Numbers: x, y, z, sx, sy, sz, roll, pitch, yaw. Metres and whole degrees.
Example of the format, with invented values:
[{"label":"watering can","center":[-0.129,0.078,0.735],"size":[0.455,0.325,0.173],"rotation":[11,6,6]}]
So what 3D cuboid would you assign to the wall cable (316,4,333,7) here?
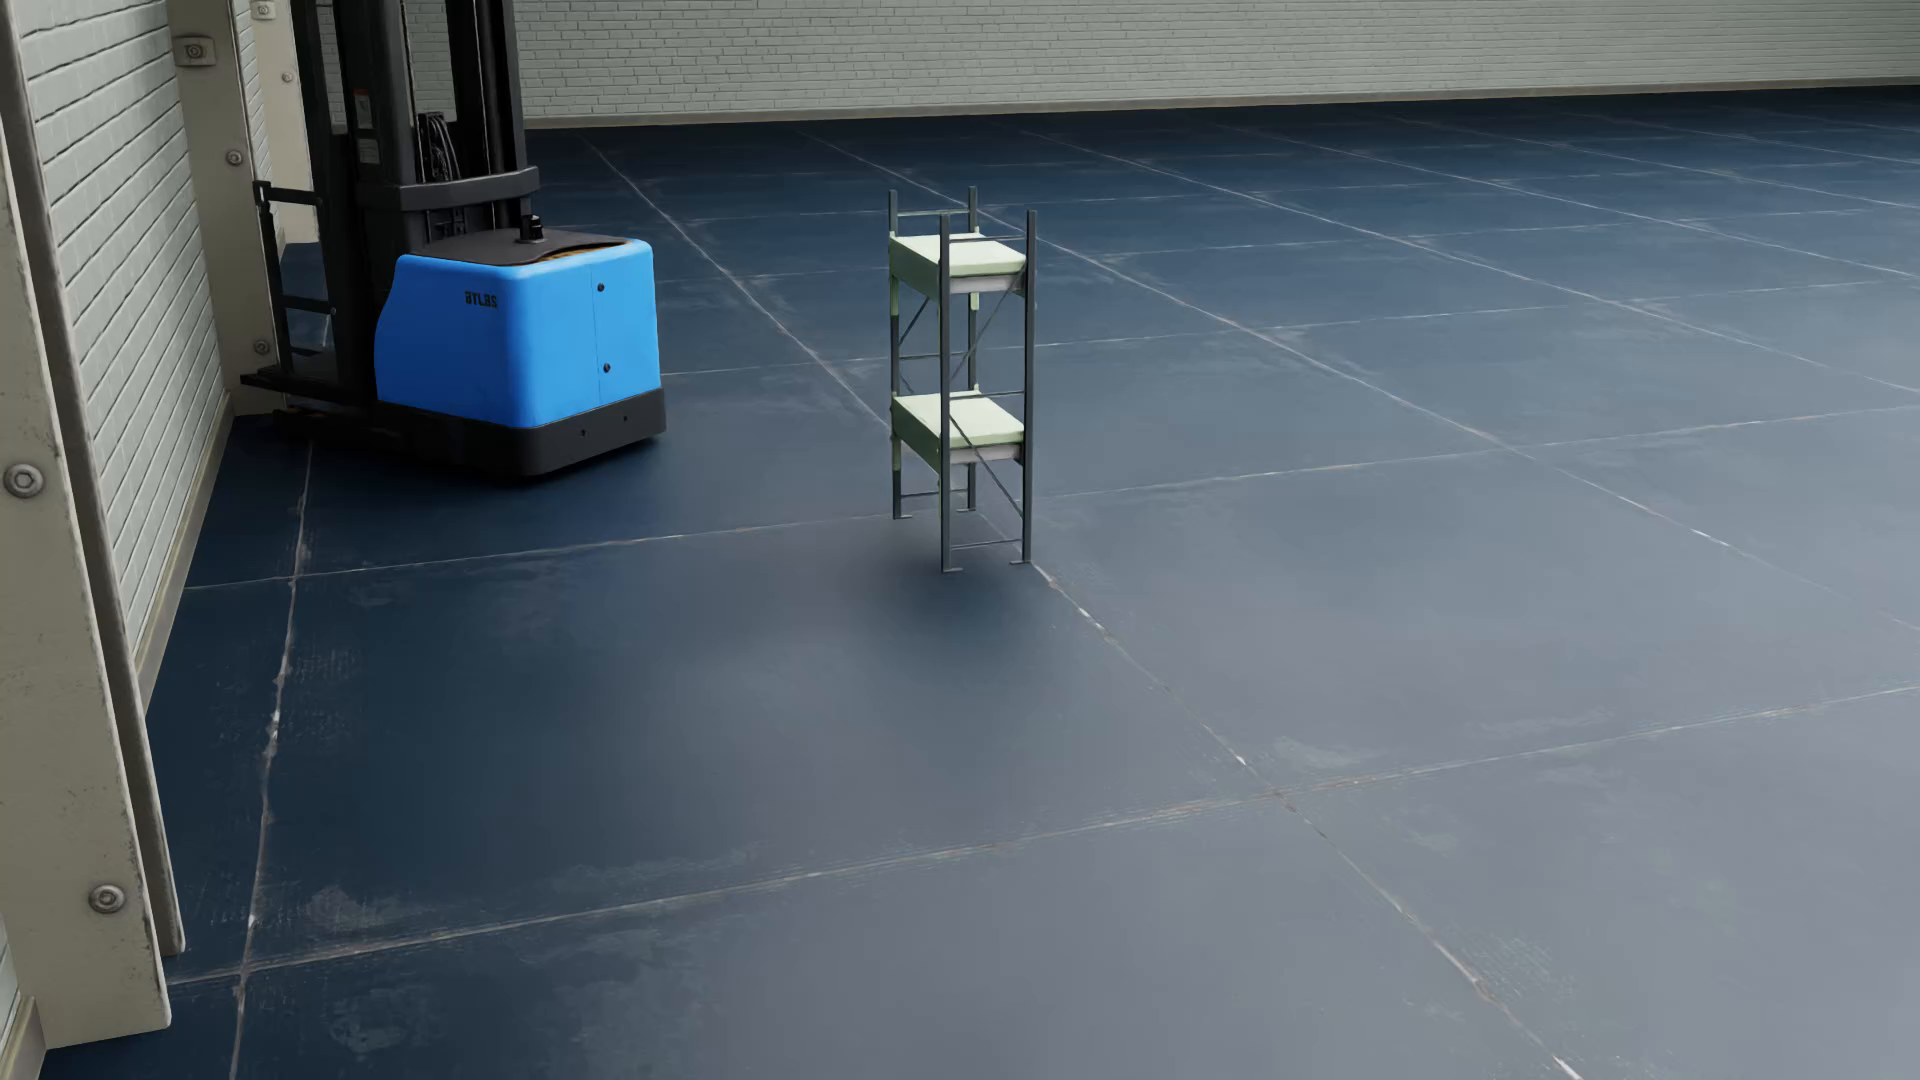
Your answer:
[{"label":"wall cable","center":[-7.478,-8.486,22.323],"size":[3.097,2.526,0.112],"rotation":[-6,21,-17]}]

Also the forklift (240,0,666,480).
[{"label":"forklift","center":[-3.083,-2.027,8.725],"size":[3.031,2.935,1.130],"rotation":[12,23,30]}]

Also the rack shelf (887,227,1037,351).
[{"label":"rack shelf","center":[-0.002,-1.075,7.037],"size":[0.431,0.370,0.720],"rotation":[-6,21,-17]}]

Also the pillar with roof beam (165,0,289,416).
[{"label":"pillar with roof beam","center":[0.051,-5.468,9.327],"size":[9.100,9.000,0.400],"rotation":[-6,21,-17]}]

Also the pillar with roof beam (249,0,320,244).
[{"label":"pillar with roof beam","center":[-1.835,-7.393,14.688],"size":[9.100,9.000,0.400],"rotation":[-6,21,-17]}]

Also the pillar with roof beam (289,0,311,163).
[{"label":"pillar with roof beam","center":[-3.721,-9.319,20.048],"size":[9.100,9.000,0.400],"rotation":[-6,21,-17]}]

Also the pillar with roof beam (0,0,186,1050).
[{"label":"pillar with roof beam","center":[1.937,-3.542,3.966],"size":[9.100,9.000,0.400],"rotation":[-6,21,-17]}]

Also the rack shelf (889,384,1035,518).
[{"label":"rack shelf","center":[-0.002,-0.401,7.279],"size":[0.431,0.370,0.720],"rotation":[-6,21,-17]}]

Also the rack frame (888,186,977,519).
[{"label":"rack frame","center":[-0.117,-0.825,7.496],"size":[0.400,1.500,0.023],"rotation":[-6,21,-17]}]

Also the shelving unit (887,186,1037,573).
[{"label":"shelving unit","center":[-0.002,-0.708,7.169],"size":[0.431,1.500,0.755],"rotation":[-6,21,-17]}]

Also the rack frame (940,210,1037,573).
[{"label":"rack frame","center":[0.113,-0.591,6.842],"size":[0.400,1.500,0.023],"rotation":[-6,21,-17]}]
